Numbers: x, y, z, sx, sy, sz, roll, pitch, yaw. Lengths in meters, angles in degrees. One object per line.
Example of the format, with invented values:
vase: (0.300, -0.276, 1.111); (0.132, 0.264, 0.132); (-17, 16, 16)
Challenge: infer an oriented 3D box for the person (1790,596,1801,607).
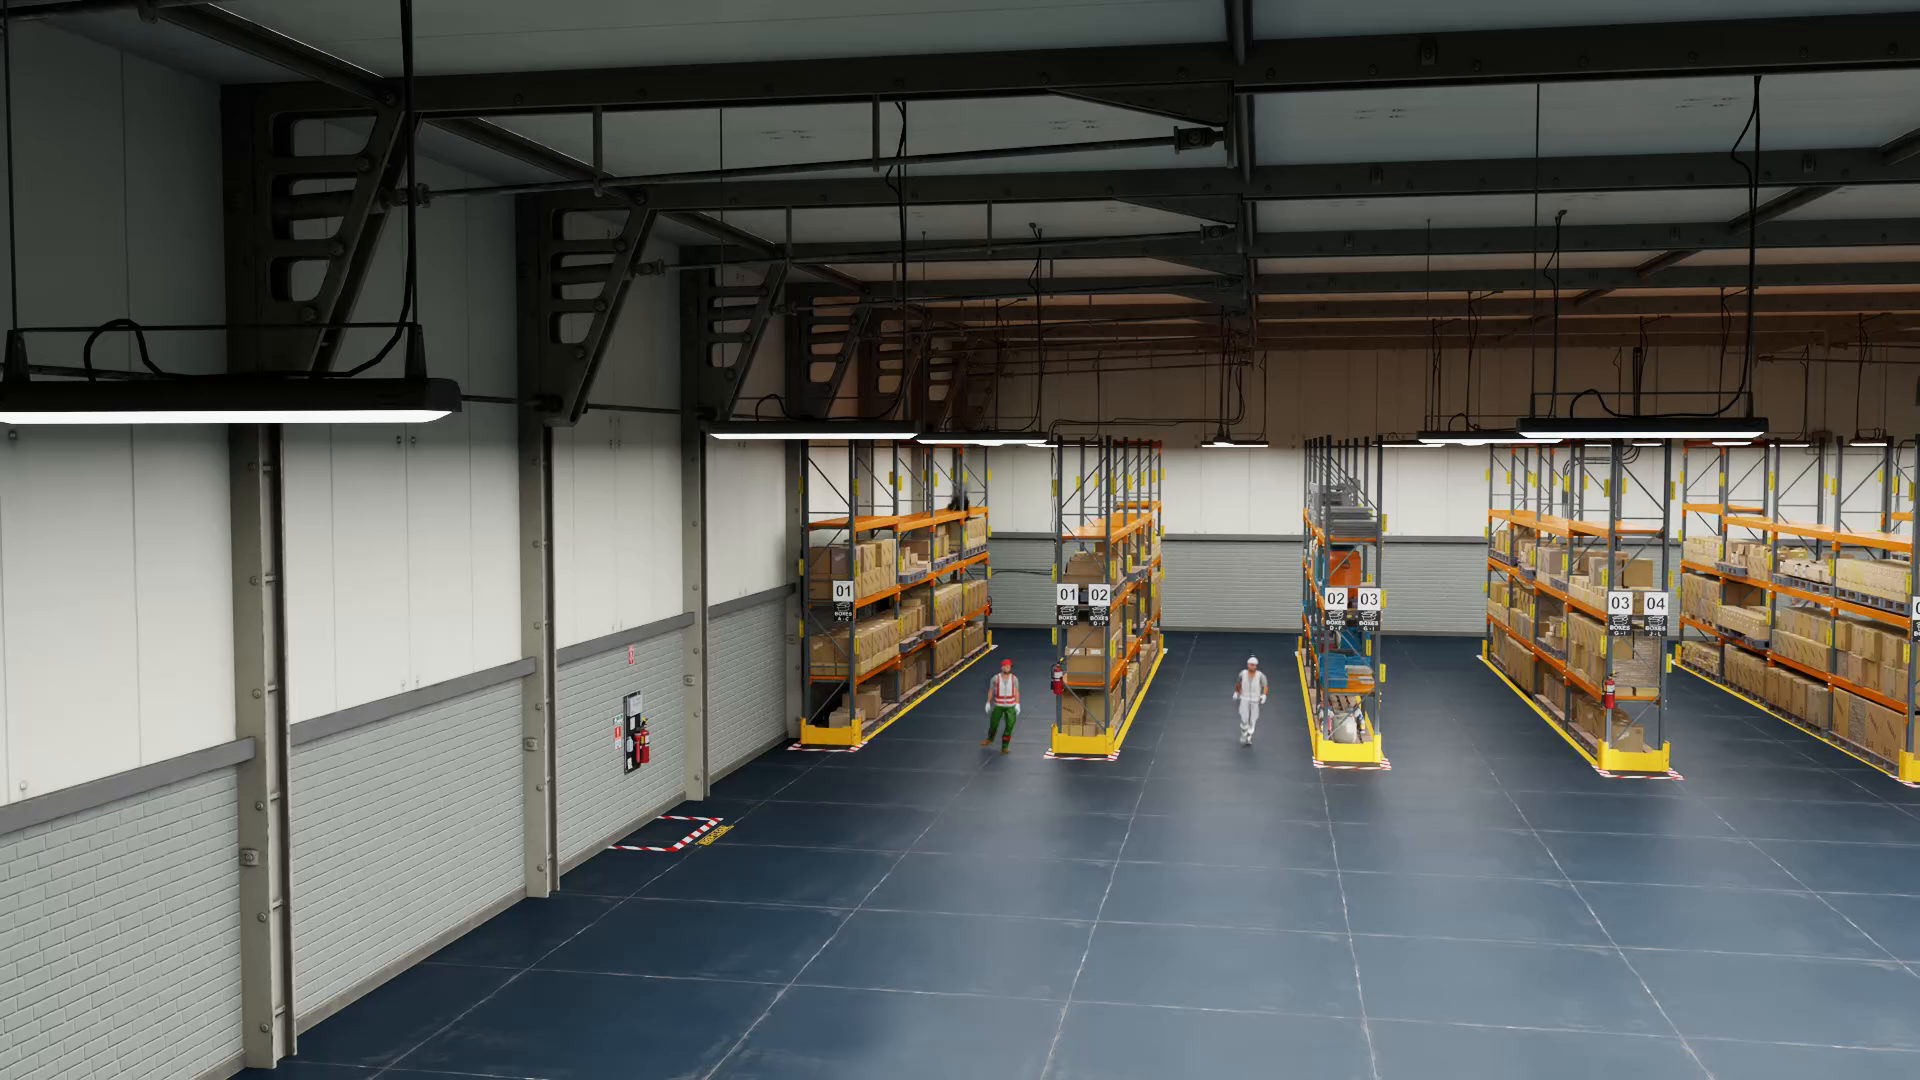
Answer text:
person: (22.701, 2.376, 45.136); (0.968, 1.762, 0.664); (0, 3, 6)

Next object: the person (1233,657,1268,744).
person: (5.602, 3.107, 32.016); (0.640, 1.732, 0.835); (0, 3, 6)

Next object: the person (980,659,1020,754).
person: (0.757, 3.128, 31.446); (0.718, 1.770, 0.614); (0, 3, -6)
